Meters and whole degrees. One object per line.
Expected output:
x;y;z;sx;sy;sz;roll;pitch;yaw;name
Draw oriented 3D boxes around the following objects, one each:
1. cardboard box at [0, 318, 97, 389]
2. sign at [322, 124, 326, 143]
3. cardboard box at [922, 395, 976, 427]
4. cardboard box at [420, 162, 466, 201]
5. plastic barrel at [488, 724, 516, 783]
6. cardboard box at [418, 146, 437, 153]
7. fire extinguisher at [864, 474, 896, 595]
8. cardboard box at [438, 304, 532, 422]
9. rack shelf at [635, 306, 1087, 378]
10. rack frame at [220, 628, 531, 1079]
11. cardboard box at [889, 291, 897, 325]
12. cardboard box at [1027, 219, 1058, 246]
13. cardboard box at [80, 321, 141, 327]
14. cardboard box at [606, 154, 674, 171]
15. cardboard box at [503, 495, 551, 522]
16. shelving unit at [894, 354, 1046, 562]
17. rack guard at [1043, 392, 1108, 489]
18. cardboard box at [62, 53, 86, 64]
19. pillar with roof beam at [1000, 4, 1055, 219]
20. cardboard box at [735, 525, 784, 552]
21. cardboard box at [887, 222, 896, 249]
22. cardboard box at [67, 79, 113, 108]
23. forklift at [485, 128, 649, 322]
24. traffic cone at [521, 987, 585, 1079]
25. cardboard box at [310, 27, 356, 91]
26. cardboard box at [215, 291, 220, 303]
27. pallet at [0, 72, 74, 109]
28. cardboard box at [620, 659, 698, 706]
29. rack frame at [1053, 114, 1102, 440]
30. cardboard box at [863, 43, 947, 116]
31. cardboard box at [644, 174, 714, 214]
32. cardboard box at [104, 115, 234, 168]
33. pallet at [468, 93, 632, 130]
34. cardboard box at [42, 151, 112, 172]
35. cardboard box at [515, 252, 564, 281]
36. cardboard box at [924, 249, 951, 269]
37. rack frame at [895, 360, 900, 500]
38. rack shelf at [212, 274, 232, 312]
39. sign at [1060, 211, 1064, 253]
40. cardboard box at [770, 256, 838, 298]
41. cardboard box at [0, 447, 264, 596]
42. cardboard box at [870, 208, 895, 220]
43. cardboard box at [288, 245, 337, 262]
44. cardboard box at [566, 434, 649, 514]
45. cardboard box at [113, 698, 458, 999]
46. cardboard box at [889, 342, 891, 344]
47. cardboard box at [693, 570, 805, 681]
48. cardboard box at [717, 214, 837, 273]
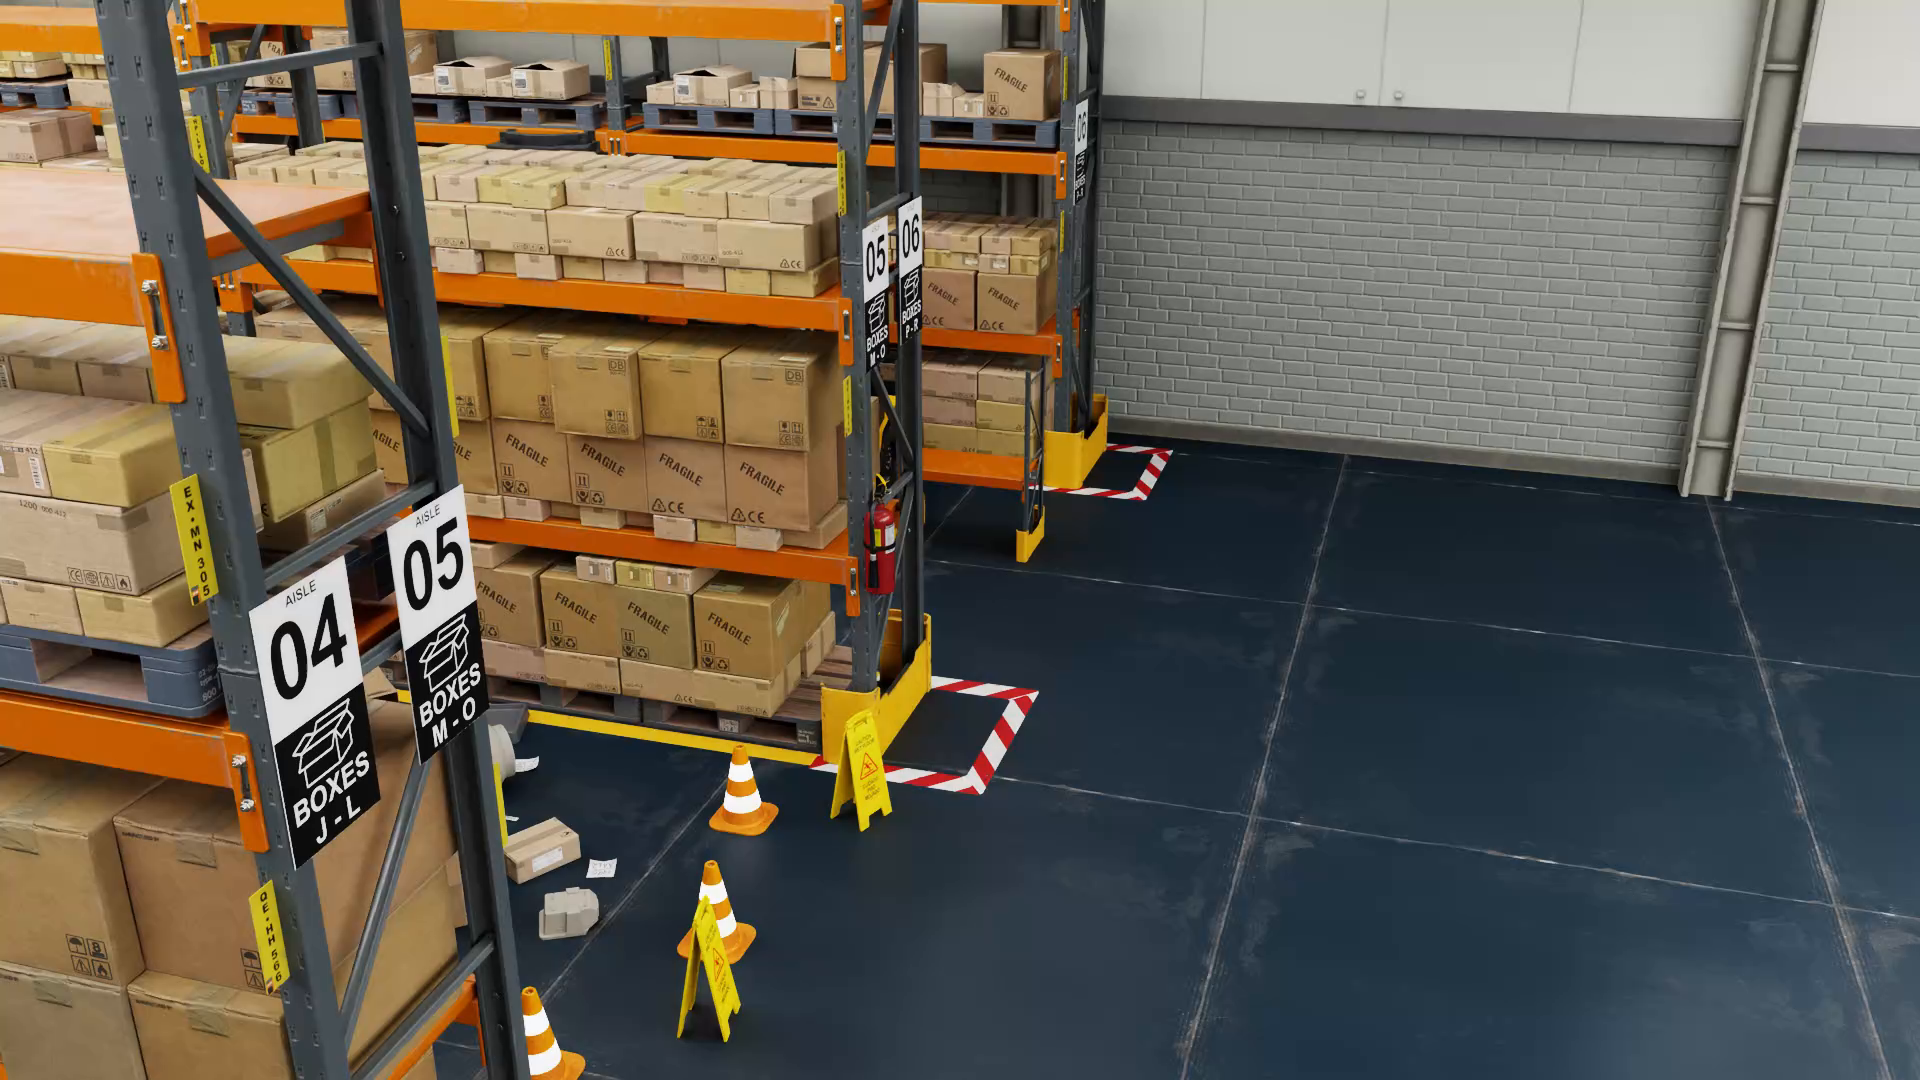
-2.965;-0.580;5.279;0.250;0.149;0.380;6;23;15;cardboard box
-4.111;-2.508;10.703;0.005;0.325;0.100;7;23;16;sign
-0.034;-1.201;14.561;0.500;0.250;0.500;6;23;15;cardboard box
-3.050;-2.073;9.604;0.250;0.149;0.380;6;23;14;cardboard box
-2.846;1.271;9.519;0.512;0.421;0.421;-14;26;-30;plastic barrel
-3.400;-2.307;10.173;0.250;0.149;0.380;7;23;17;cardboard box
-0.455;-0.029;9.395;0.183;0.674;0.296;7;23;16;fire extinguisher
-2.947;-1.074;9.999;0.500;0.500;0.700;6;23;14;cardboard box
-0.916;-1.935;14.888;4.000;0.370;1.077;7;23;16;rack shelf
-1.764;1.565;5.407;0.127;3.000;1.000;7;23;16;rack frame
-0.533;-2.170;14.380;0.500;0.500;0.500;6;23;14;cardboard box
0.739;-2.647;14.297;0.250;0.149;0.380;6;23;14;cardboard box
-5.432;-1.401;10.706;0.250;0.149;0.380;6;23;14;cardboard box
-1.890;-2.175;9.853;0.250;0.149;0.380;7;23;17;cardboard box
-2.581;-0.255;10.175;0.250;0.149;0.380;6;23;15;cardboard box
0.073;-0.686;12.870;1.083;1.500;0.587;7;23;16;shelving unit
1.022;-0.889;14.685;0.348;0.500;1.175;7;23;16;rack guard
-8.317;-4.638;15.858;0.250;0.149;0.380;7;23;16;cardboard box
-0.651;-3.664;10.249;0.400;9.000;9.100;7;23;16;pillar with roof beam
-1.126;-0.079;9.747;0.250;0.149;0.380;6;23;15;cardboard box
-0.656;-2.599;14.179;0.250;0.149;0.380;7;23;17;cardboard box
-8.182;-4.322;16.003;0.500;0.250;0.500;7;23;16;cardboard box
-3.323;-2.149;14.552;1.130;2.935;3.031;3;22;7;forklift
-1.863;2.164;7.289;0.334;0.463;0.336;7;23;16;traffic cone
-5.525;-4.413;15.212;0.500;0.500;0.700;6;23;14;cardboard box
-7.577;-2.471;17.132;0.250;0.149;0.380;7;23;16;cardboard box
-8.892;-4.455;16.379;1.003;0.211;1.213;7;23;16;pallet
-1.777;0.783;10.384;0.500;0.250;0.500;7;23;16;cardboard box
0.999;-2.049;14.217;0.127;3.000;1.000;7;23;16;rack frame
-0.447;-3.832;13.794;0.500;0.500;0.700;7;23;16;cardboard box
-1.554;-1.925;9.243;0.250;0.149;0.380;7;23;16;cardboard box
-4.852;-2.444;10.215;0.500;0.250;0.500;7;23;17;cardboard box
-3.679;-3.878;14.977;1.217;0.209;0.805;6;23;13;pallet
-5.345;-2.265;10.435;0.500;0.250;0.500;7;23;16;cardboard box
-2.337;-1.606;9.516;0.250;0.149;0.380;6;23;15;cardboard box
-0.132;-2.430;14.161;0.250;0.149;0.380;6;23;15;cardboard box
-0.405;-0.740;13.003;0.032;1.500;0.500;7;23;16;rack frame
-6.176;-1.957;10.990;4.000;0.370;1.077;7;23;16;rack shelf
0.829;-2.498;13.475;0.005;0.325;0.100;7;23;16;sign
-0.854;-1.454;9.145;0.250;0.149;0.380;7;23;16;cardboard box
-2.314;-0.084;4.595;0.500;0.250;0.500;7;23;16;cardboard box
-0.733;-2.827;14.736;0.250;0.149;0.380;7;23;16;cardboard box
-3.799;-1.781;9.944;0.250;0.149;0.380;7;23;16;cardboard box
-1.987;-0.501;9.919;0.500;0.500;0.500;6;23;15;cardboard box
-2.108;0.941;5.308;0.550;0.550;0.875;7;23;16;cardboard box
-0.850;-1.726;15.182;0.500;0.250;0.500;6;23;14;cardboard box
-1.274;0.493;10.102;0.500;0.500;0.500;7;23;16;cardboard box
-0.999;-1.659;9.120;0.500;0.250;0.500;6;23;15;cardboard box
